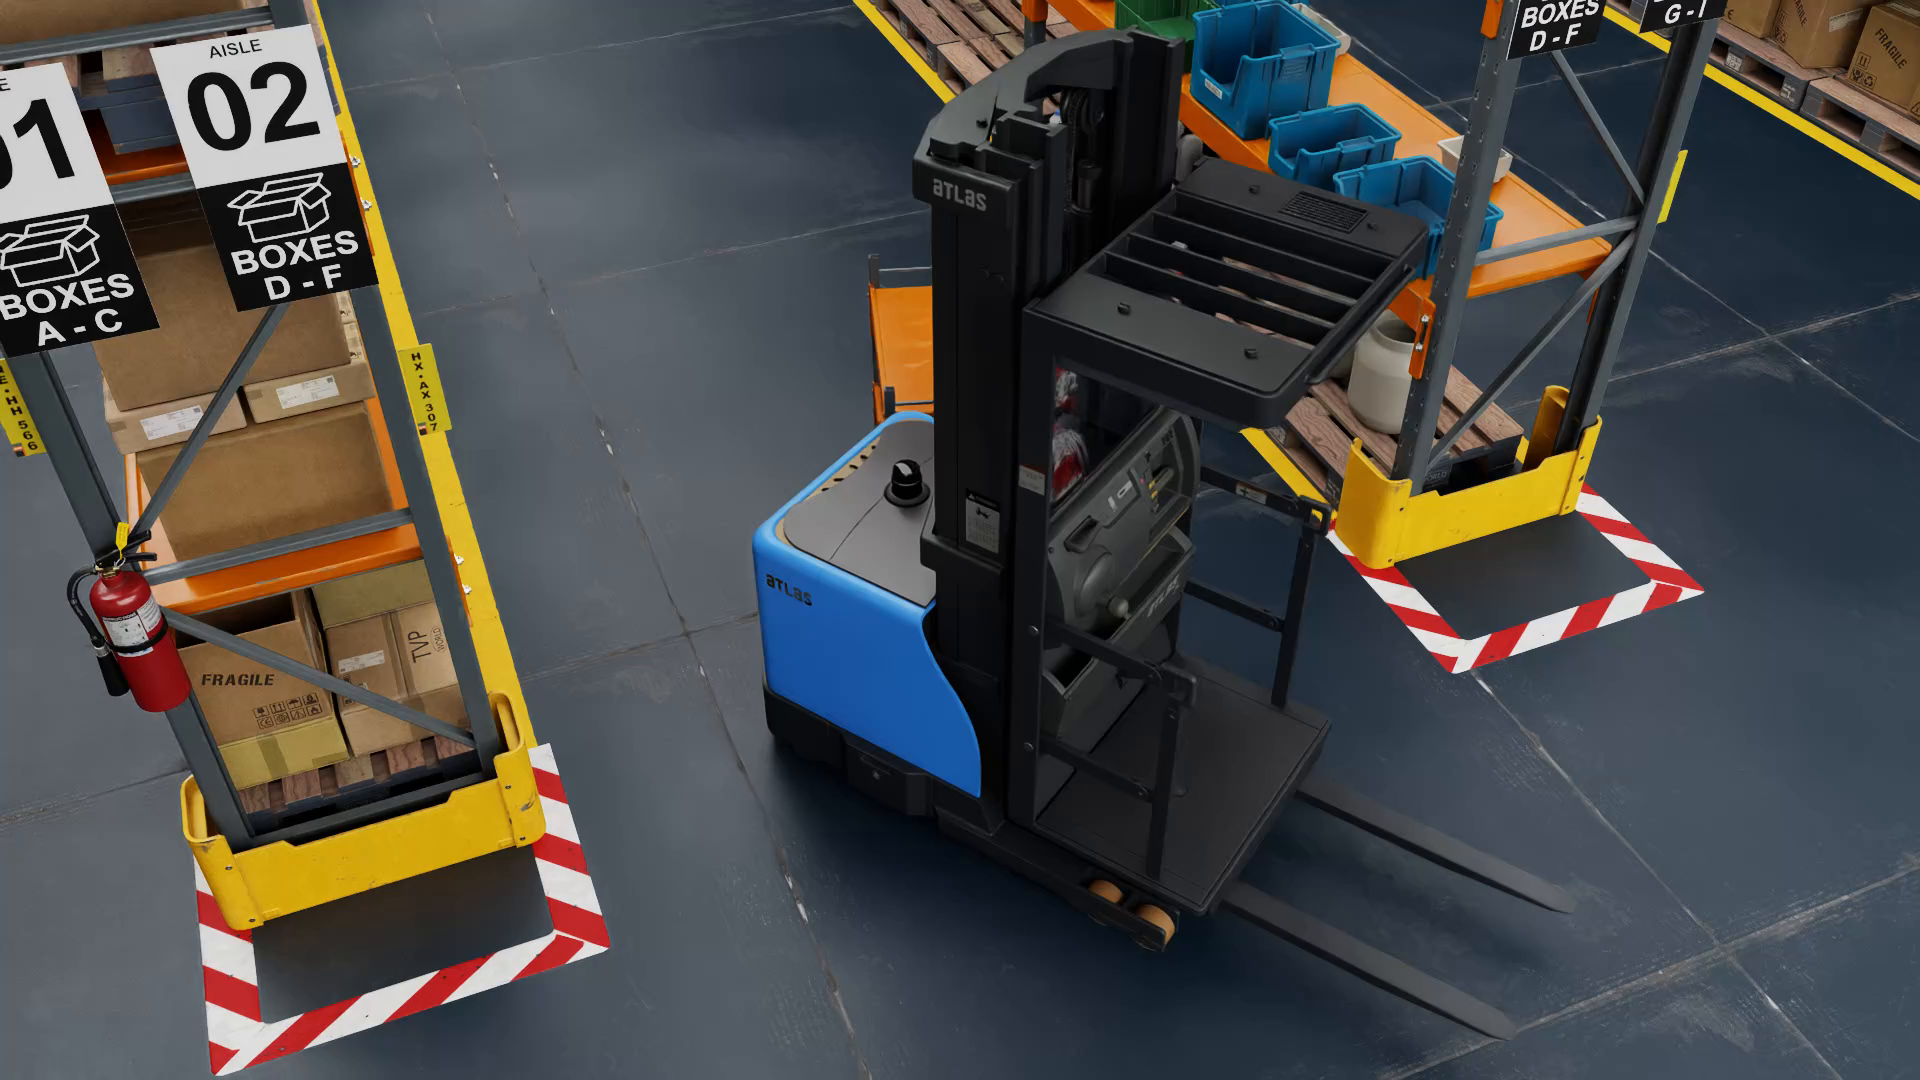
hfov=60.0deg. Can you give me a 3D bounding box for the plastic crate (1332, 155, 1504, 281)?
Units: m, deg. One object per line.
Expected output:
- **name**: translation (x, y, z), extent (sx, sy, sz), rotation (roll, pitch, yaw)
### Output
- **plastic crate**: translation (1.928, -1.377, 7.084), extent (0.499, 0.251, 0.616), rotation (-15, 43, -17)

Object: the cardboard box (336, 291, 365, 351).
- **cardboard box**: translation (-2.237, -0.706, 5.615), extent (0.380, 0.149, 0.250), rotation (-16, 43, -18)

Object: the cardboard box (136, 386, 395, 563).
- **cardboard box**: translation (-2.349, -0.296, 5.635), extent (0.700, 0.500, 0.500), rotation (-15, 43, -17)

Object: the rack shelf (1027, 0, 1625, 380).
- **rack shelf**: translation (1.631, -2.139, 8.407), extent (1.077, 0.370, 4.000), rotation (-15, 43, -17)

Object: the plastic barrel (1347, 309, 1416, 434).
- **plastic barrel**: translation (2.073, -0.800, 7.885), extent (0.421, 0.512, 0.421), rotation (0, 41, 0)

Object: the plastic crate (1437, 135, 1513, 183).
- **plastic crate**: translation (2.351, -1.726, 7.578), extent (0.298, 0.136, 0.250), rotation (-15, 43, -17)

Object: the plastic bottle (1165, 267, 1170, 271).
- **plastic bottle**: translation (1.164, -1.580, 8.957), extent (0.152, 0.276, 0.135), rotation (-16, 43, -18)

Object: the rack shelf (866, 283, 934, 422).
- **rack shelf**: translation (-0.106, -0.746, 7.224), extent (0.538, 0.278, 1.000), rotation (-4, 41, -4)

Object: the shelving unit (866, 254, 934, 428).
- **shelving unit**: translation (-0.106, -0.524, 7.415), extent (0.538, 1.125, 1.048), rotation (-4, 41, -4)

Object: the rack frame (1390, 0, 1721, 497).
- **rack frame**: translation (2.396, -1.207, 6.771), extent (1.000, 3.000, 0.127), rotation (-15, 43, -17)

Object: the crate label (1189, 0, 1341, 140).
- **crate label**: translation (1.442, -2.262, 7.971), extent (0.502, 0.435, 0.616), rotation (-15, 43, -17)

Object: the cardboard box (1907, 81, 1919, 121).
- **cardboard box**: translation (6.266, -2.768, 10.182), extent (0.500, 0.500, 0.500), rotation (-11, 42, -13)

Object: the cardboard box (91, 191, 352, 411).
- **cardboard box**: translation (-2.369, -0.819, 5.249), extent (0.700, 0.500, 0.500), rotation (-15, 43, -17)

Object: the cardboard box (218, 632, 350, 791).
- **cardboard box**: translation (-2.660, 0.661, 6.387), extent (0.500, 0.250, 0.500), rotation (-15, 43, -17)

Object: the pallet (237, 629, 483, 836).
- **pallet**: translation (-2.513, 0.634, 6.770), extent (1.003, 0.211, 1.213), rotation (-15, 43, -17)

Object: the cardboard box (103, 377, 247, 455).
- **cardboard box**: translation (-2.504, -0.440, 5.305), extent (0.380, 0.149, 0.250), rotation (-16, 43, -18)

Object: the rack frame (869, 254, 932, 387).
- **rack frame**: translation (-0.158, -0.854, 7.799), extent (0.500, 1.125, 0.032), rotation (-4, 41, -4)

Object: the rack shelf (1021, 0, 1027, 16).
- **rack shelf**: translation (0.100, -4.548, 11.209), extent (1.077, 0.370, 4.000), rotation (-15, 43, -17)

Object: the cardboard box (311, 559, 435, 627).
- **cardboard box**: translation (-2.375, -0.054, 6.642), extent (0.500, 0.500, 0.500), rotation (-15, 43, -17)

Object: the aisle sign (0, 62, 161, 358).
- **aisle sign**: translation (-2.428, -0.846, 4.358), extent (0.394, 0.787, 0.004), rotation (-15, 43, -17)

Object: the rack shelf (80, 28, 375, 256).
- **rack shelf**: translation (-2.947, -2.043, 5.995), extent (1.077, 0.370, 4.000), rotation (-15, 43, -17)

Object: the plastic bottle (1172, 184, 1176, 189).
- **plastic bottle**: translation (1.153, -1.843, 9.263), extent (0.152, 0.276, 0.135), rotation (-15, 43, -17)

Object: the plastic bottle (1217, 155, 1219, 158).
- **plastic bottle**: translation (1.552, -2.234, 9.712), extent (0.061, 0.283, 0.133), rotation (-12, 42, -14)

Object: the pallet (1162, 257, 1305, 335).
- **pallet**: translation (1.554, -1.408, 9.144), extent (1.003, 0.211, 1.213), rotation (-15, 43, -17)

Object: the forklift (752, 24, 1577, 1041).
- **forklift**: translation (0.729, -0.041, 5.468), extent (3.031, 2.935, 1.130), rotation (24, 46, 25)

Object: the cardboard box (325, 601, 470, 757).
- **cardboard box**: translation (-2.182, 0.531, 6.537), extent (0.500, 0.250, 0.500), rotation (-15, 43, -17)

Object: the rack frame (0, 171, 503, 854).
- **rack frame**: translation (-2.182, 0.027, 5.337), extent (1.000, 3.000, 0.127), rotation (-15, 43, -17)

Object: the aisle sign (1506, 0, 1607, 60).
- **aisle sign**: translation (2.149, -2.075, 5.787), extent (0.394, 0.787, 0.004), rotation (-15, 43, -17)

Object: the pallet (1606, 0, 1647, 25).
- **pallet**: translation (5.142, -4.263, 12.465), extent (1.003, 0.211, 1.213), rotation (-15, 43, -17)

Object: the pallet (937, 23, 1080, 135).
- **pallet**: translation (0.529, -3.023, 11.022), extent (1.003, 0.211, 1.213), rotation (-15, 43, -17)

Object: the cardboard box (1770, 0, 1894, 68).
- **cardboard box**: translation (5.784, -3.469, 10.998), extent (0.500, 0.500, 0.500), rotation (-3, 41, -3)

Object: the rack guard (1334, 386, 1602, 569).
- **rack guard**: translation (2.323, -0.293, 7.626), extent (1.175, 0.500, 0.348), rotation (-15, 43, -17)

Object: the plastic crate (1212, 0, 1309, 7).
- **plastic crate**: translation (1.540, -2.961, 8.926), extent (0.499, 0.251, 0.616), rotation (-15, 43, -17)

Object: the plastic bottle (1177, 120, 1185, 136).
- **plastic bottle**: translation (1.245, -2.427, 9.884), extent (0.144, 0.351, 0.185), rotation (-15, 43, -17)

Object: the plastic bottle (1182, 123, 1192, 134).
- **plastic bottle**: translation (1.378, -2.463, 9.926), extent (0.144, 0.351, 0.185), rotation (-16, 43, -18)

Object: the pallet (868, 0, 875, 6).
- **pallet**: translation (-0.405, -4.492, 12.731), extent (1.003, 0.211, 1.213), rotation (-15, 43, -17)

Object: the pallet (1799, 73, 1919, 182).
- **pallet**: translation (6.202, -2.663, 10.603), extent (1.003, 0.211, 1.213), rotation (-15, 43, -17)

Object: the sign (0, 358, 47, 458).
- **sign**: translation (-2.689, -0.375, 4.735), extent (0.100, 0.325, 0.005), rotation (-15, 43, -17)
